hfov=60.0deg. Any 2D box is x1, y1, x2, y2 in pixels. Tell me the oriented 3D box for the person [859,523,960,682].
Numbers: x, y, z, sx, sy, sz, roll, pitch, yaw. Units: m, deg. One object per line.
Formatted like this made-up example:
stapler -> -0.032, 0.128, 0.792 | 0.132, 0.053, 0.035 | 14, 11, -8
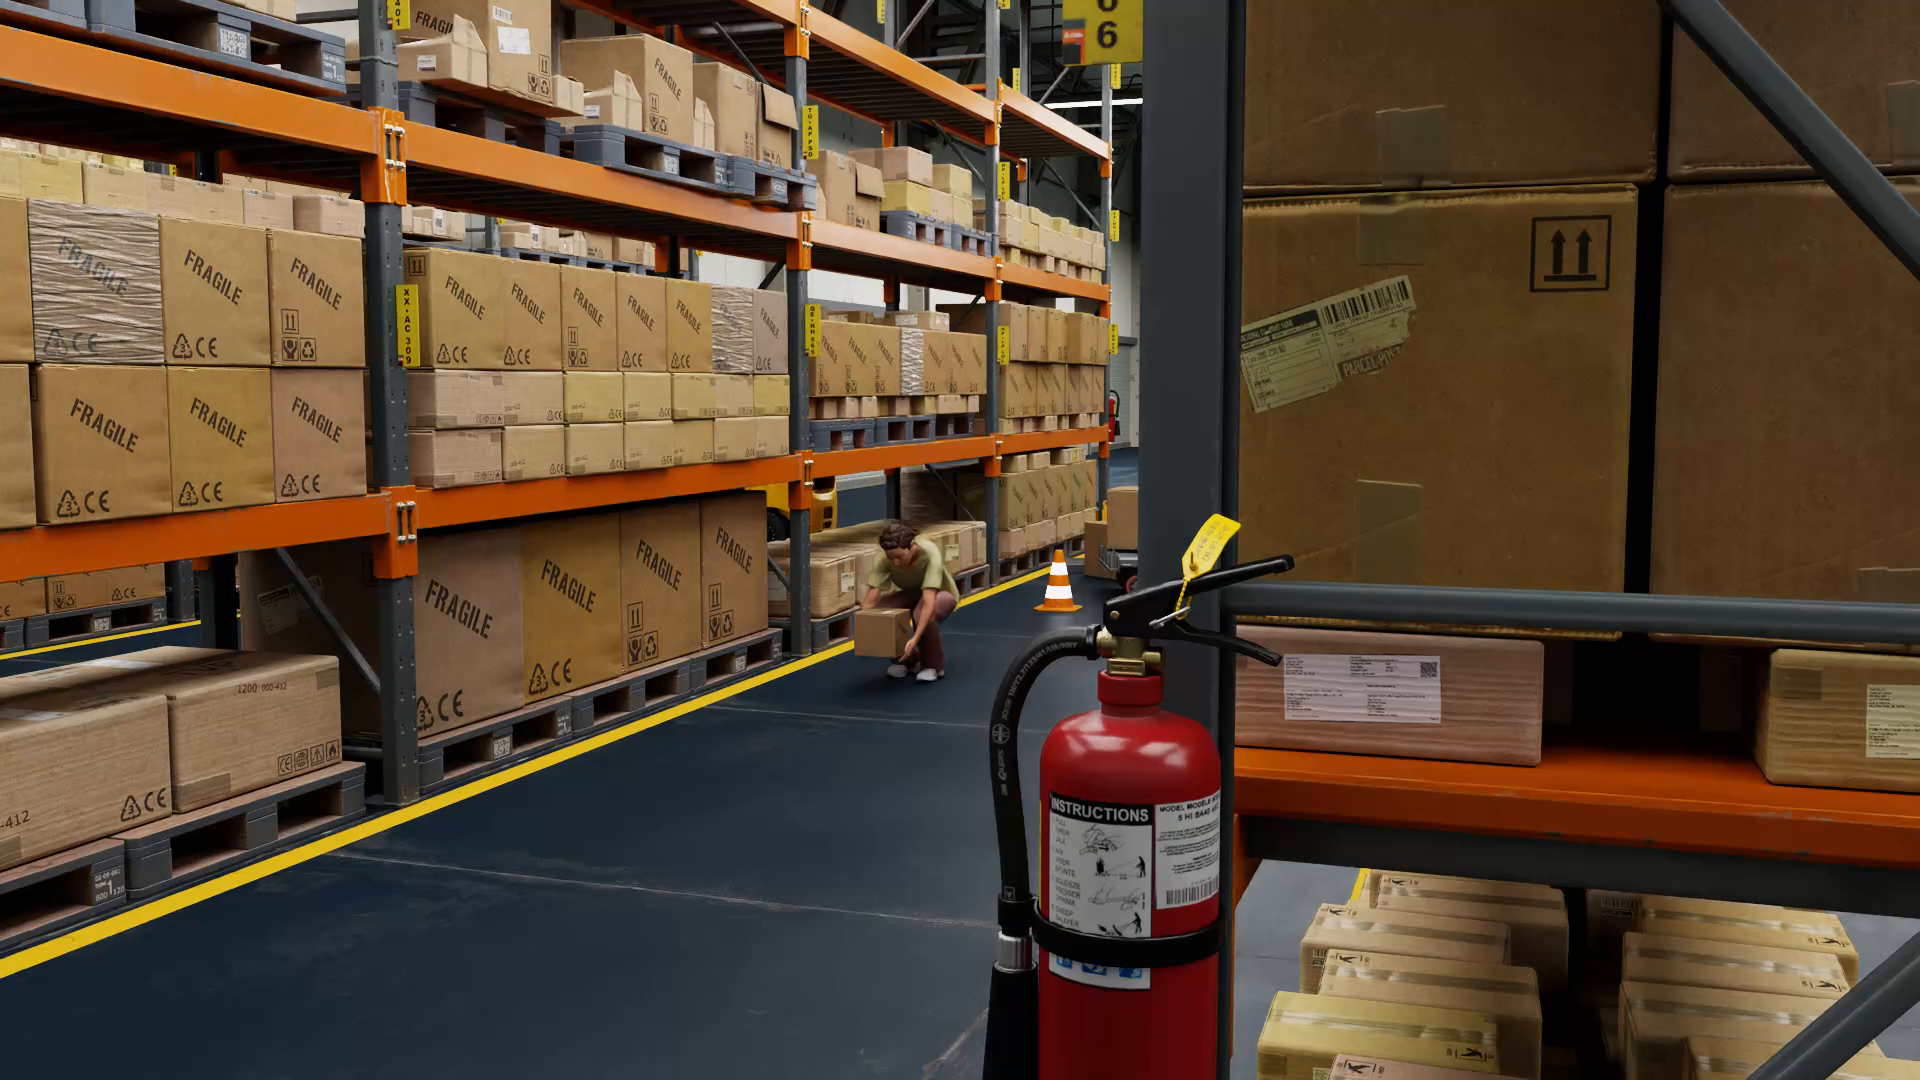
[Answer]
person -> -0.274, 0.410, 9.803 | 0.491, 0.845, 0.793 | 3, 6, 28
